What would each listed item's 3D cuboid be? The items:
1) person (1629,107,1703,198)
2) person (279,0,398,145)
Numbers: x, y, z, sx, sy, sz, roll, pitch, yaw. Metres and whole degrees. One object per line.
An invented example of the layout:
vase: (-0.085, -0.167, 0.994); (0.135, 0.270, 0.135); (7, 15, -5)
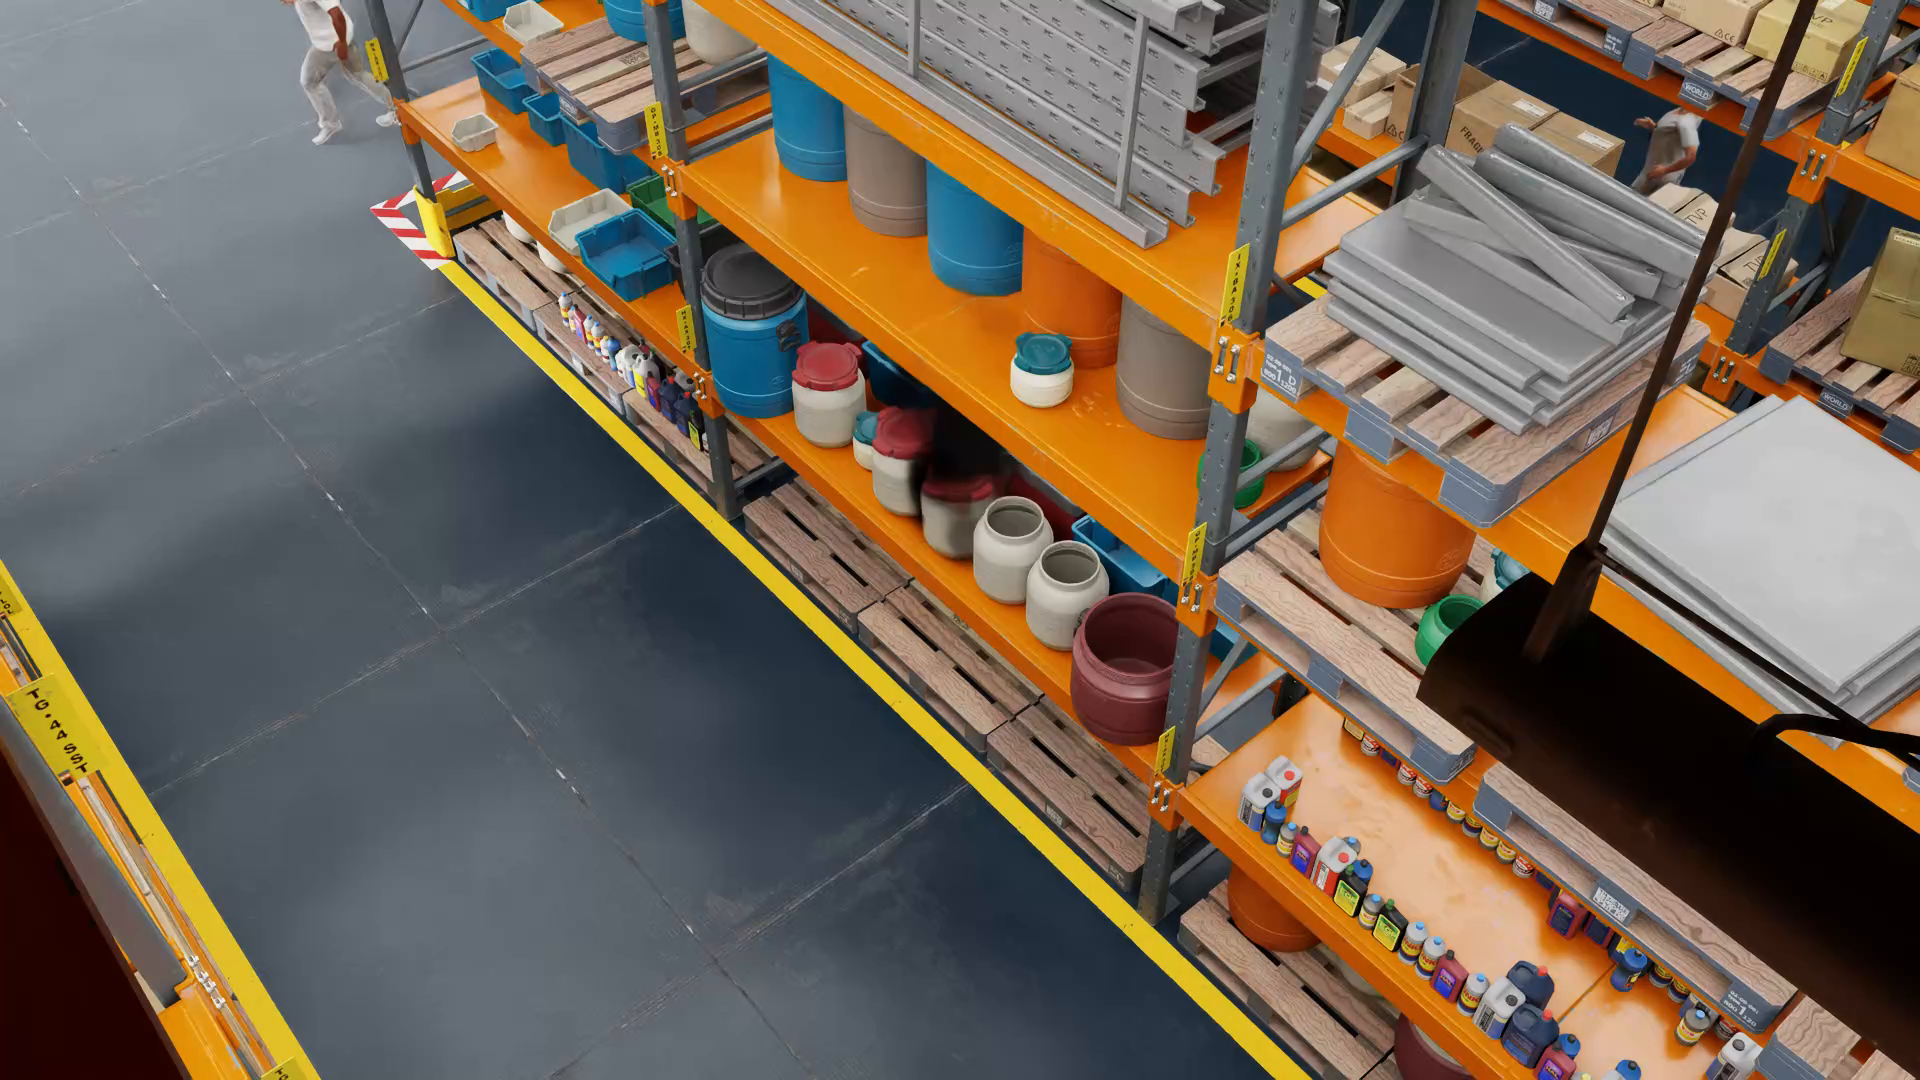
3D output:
person: (5.226, -2.709, 12.368); (0.951, 1.673, 0.565); (31, 54, 26)
person: (-5.131, -4.105, 13.689); (0.826, 1.793, 0.720); (-1, 47, -1)
